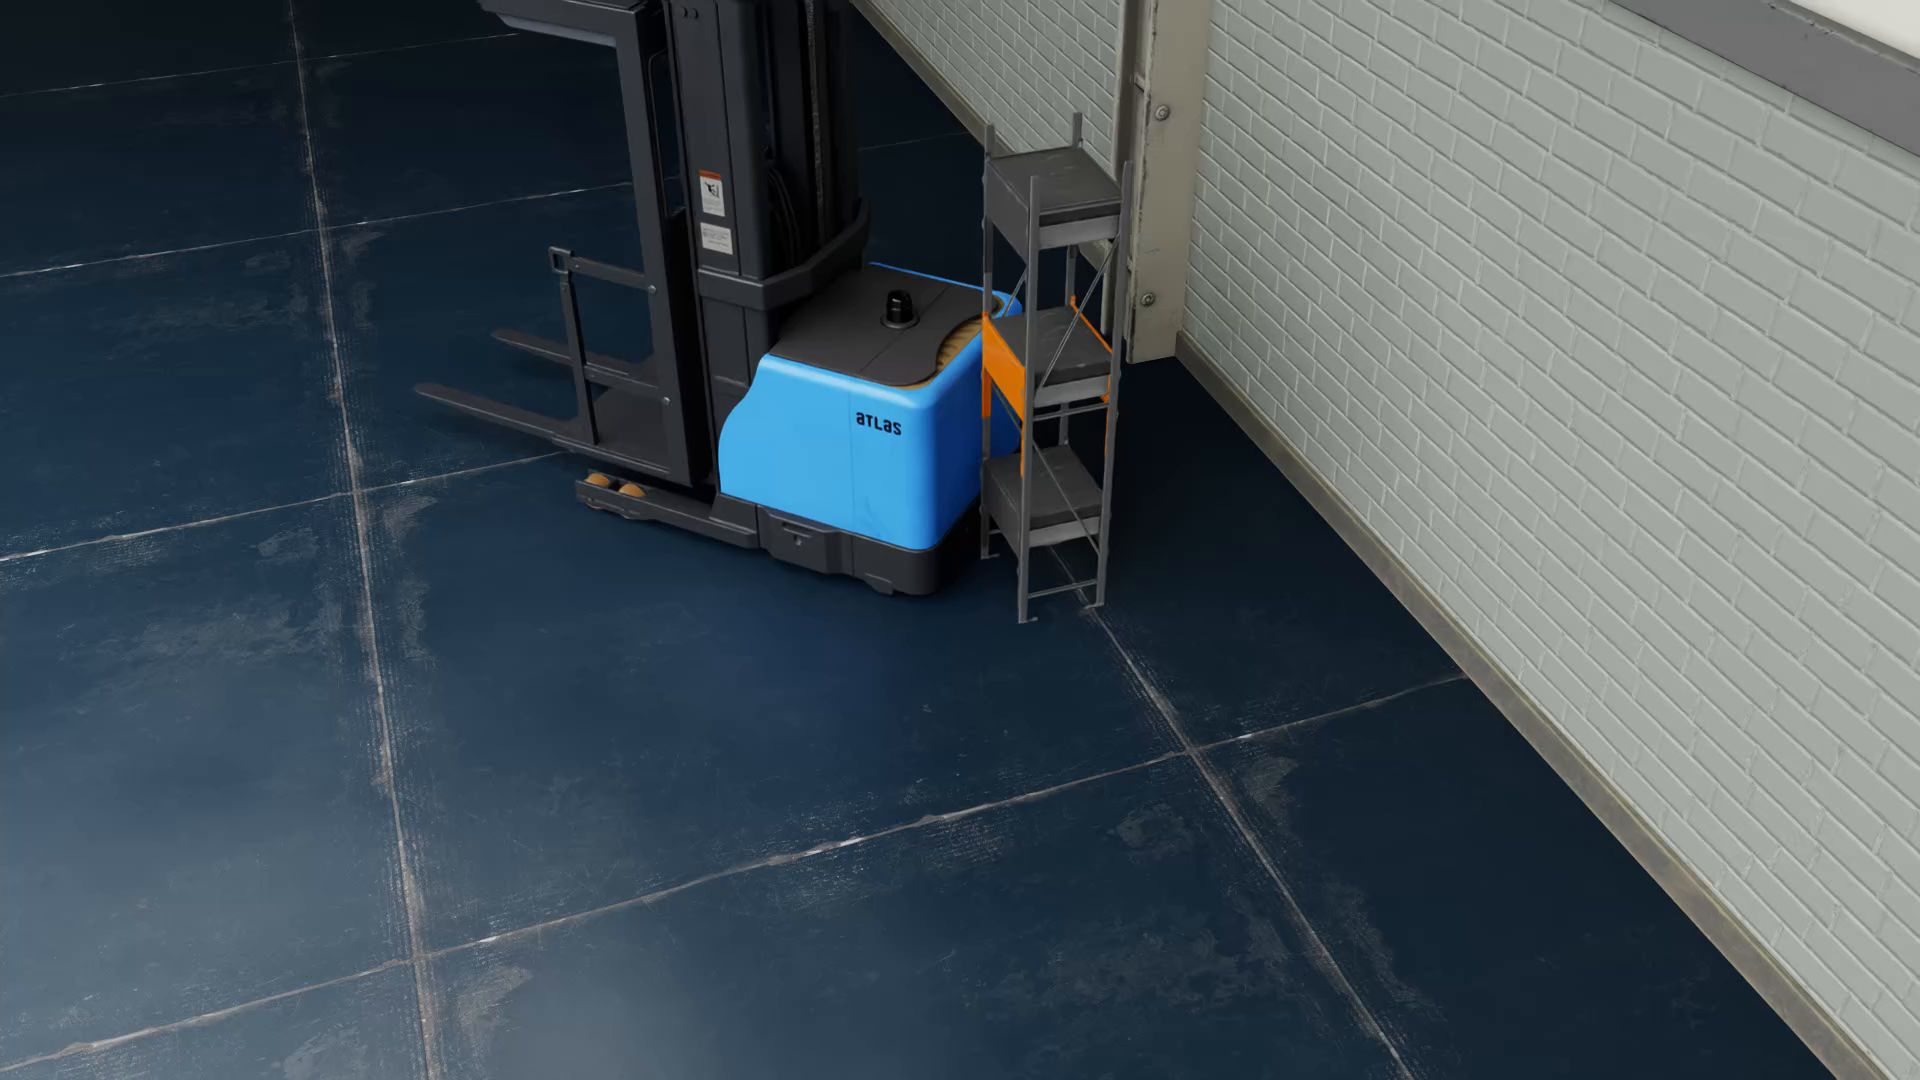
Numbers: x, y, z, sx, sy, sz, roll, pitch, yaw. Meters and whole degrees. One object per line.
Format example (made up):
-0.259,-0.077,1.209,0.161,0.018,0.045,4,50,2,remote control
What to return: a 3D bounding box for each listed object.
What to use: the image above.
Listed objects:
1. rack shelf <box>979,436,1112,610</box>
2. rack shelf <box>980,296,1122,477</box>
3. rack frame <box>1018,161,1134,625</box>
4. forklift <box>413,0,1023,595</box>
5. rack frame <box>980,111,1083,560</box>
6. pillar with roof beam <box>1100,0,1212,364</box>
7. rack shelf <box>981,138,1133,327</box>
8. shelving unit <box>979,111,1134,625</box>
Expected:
0.366,-0.080,7.297,0.431,0.518,0.480,-12,39,-15,rack shelf
0.366,-0.639,6.876,0.431,0.518,0.480,-12,39,-15,rack shelf
0.446,-0.511,6.684,0.400,2.100,0.015,-12,39,-15,rack frame
-1.260,-1.534,7.350,3.031,2.935,1.130,17,40,21,forklift
0.285,-0.789,7.052,0.400,2.100,0.015,-12,39,-15,rack frame
-3.047,-3.800,5.315,9.100,9.000,0.400,-12,39,-16,pillar with roof beam
0.366,-1.198,6.455,0.431,0.518,0.480,-12,39,-15,rack shelf
0.366,-0.650,6.868,0.431,2.100,0.503,-12,39,-15,shelving unit
